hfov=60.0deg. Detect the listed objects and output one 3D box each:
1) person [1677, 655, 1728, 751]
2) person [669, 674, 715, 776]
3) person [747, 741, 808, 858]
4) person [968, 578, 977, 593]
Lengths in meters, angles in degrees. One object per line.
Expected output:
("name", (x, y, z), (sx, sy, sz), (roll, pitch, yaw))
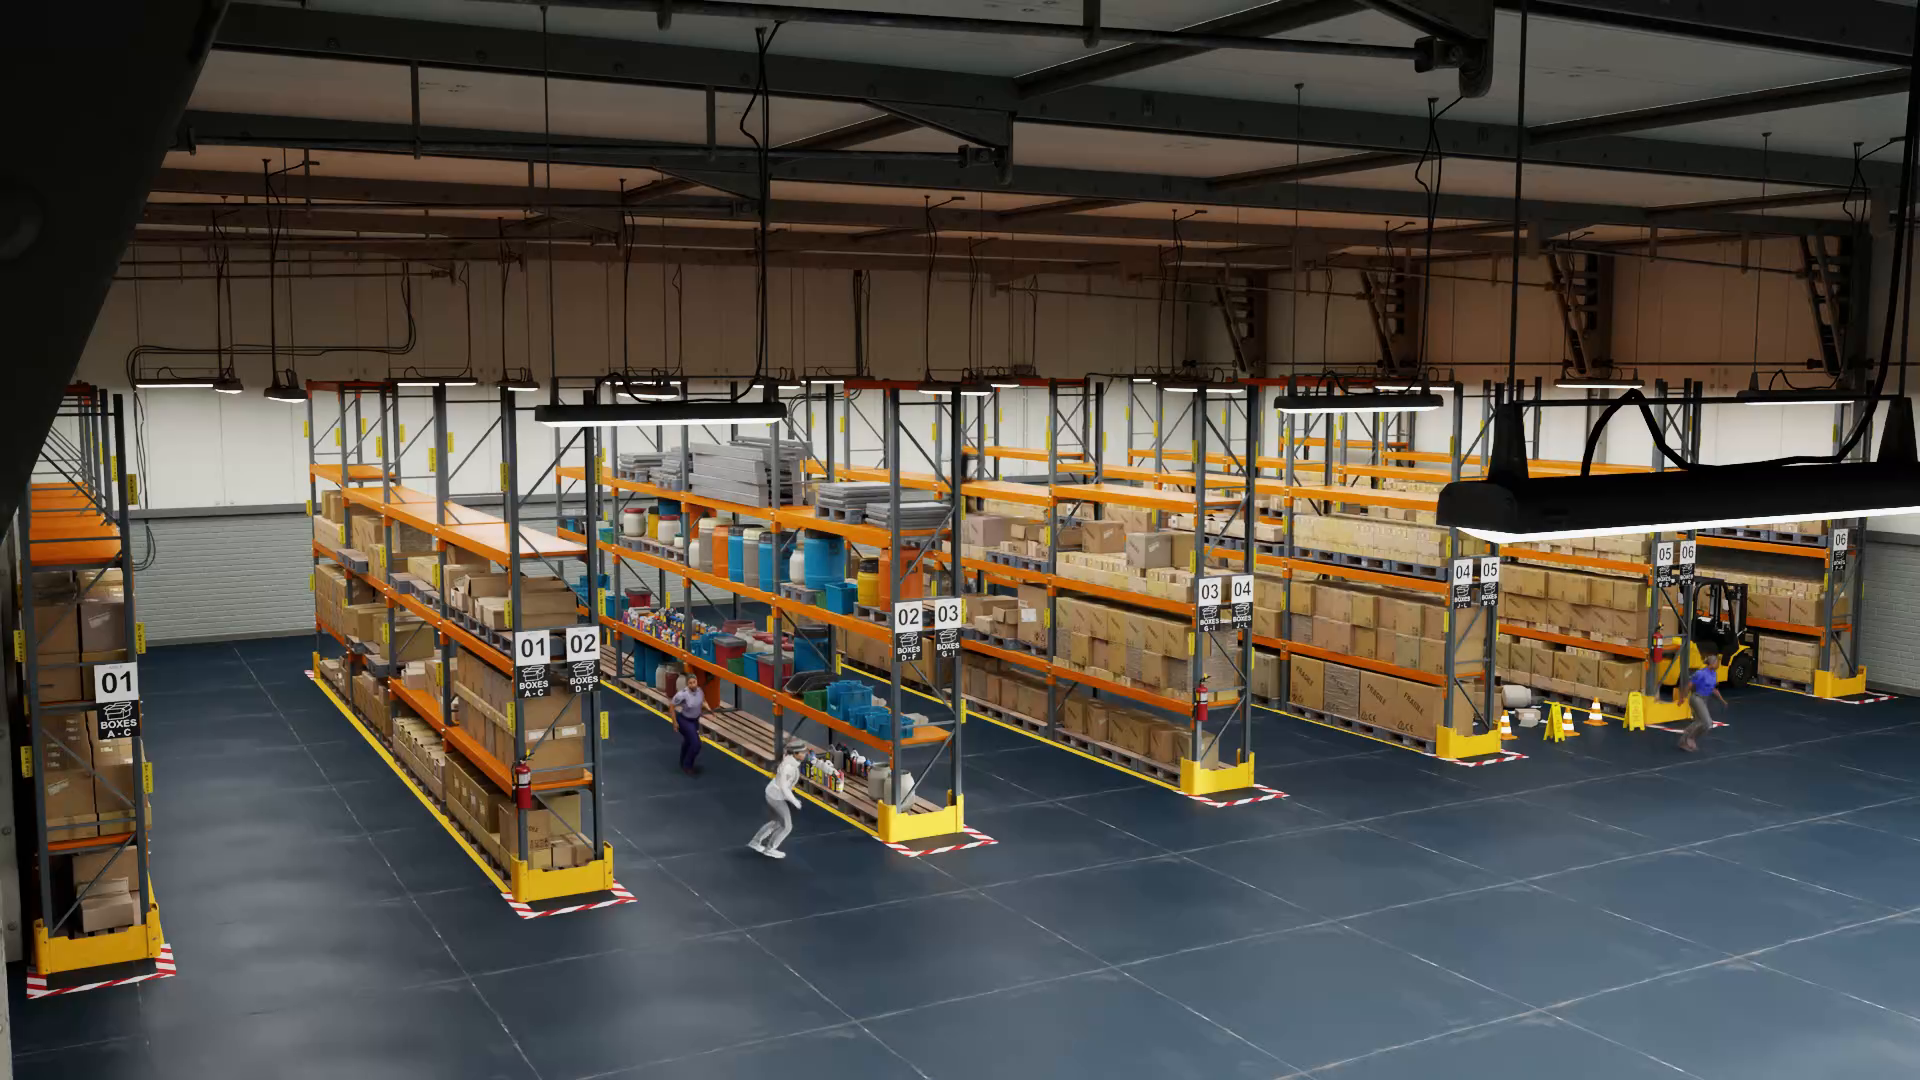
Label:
("person", (12.088, 2.655, 27.091), (0.557, 1.613, 0.698), (-6, 8, -43))
("person", (-4.127, 2.855, 25.740), (0.755, 1.606, 0.625), (2, 7, 22))
("person", (-2.325, 3.312, 21.228), (0.772, 1.544, 0.602), (-1, 6, -6))
("person", (0.486, 0.811, 44.227), (0.539, 1.652, 0.738), (3, 7, 29))
